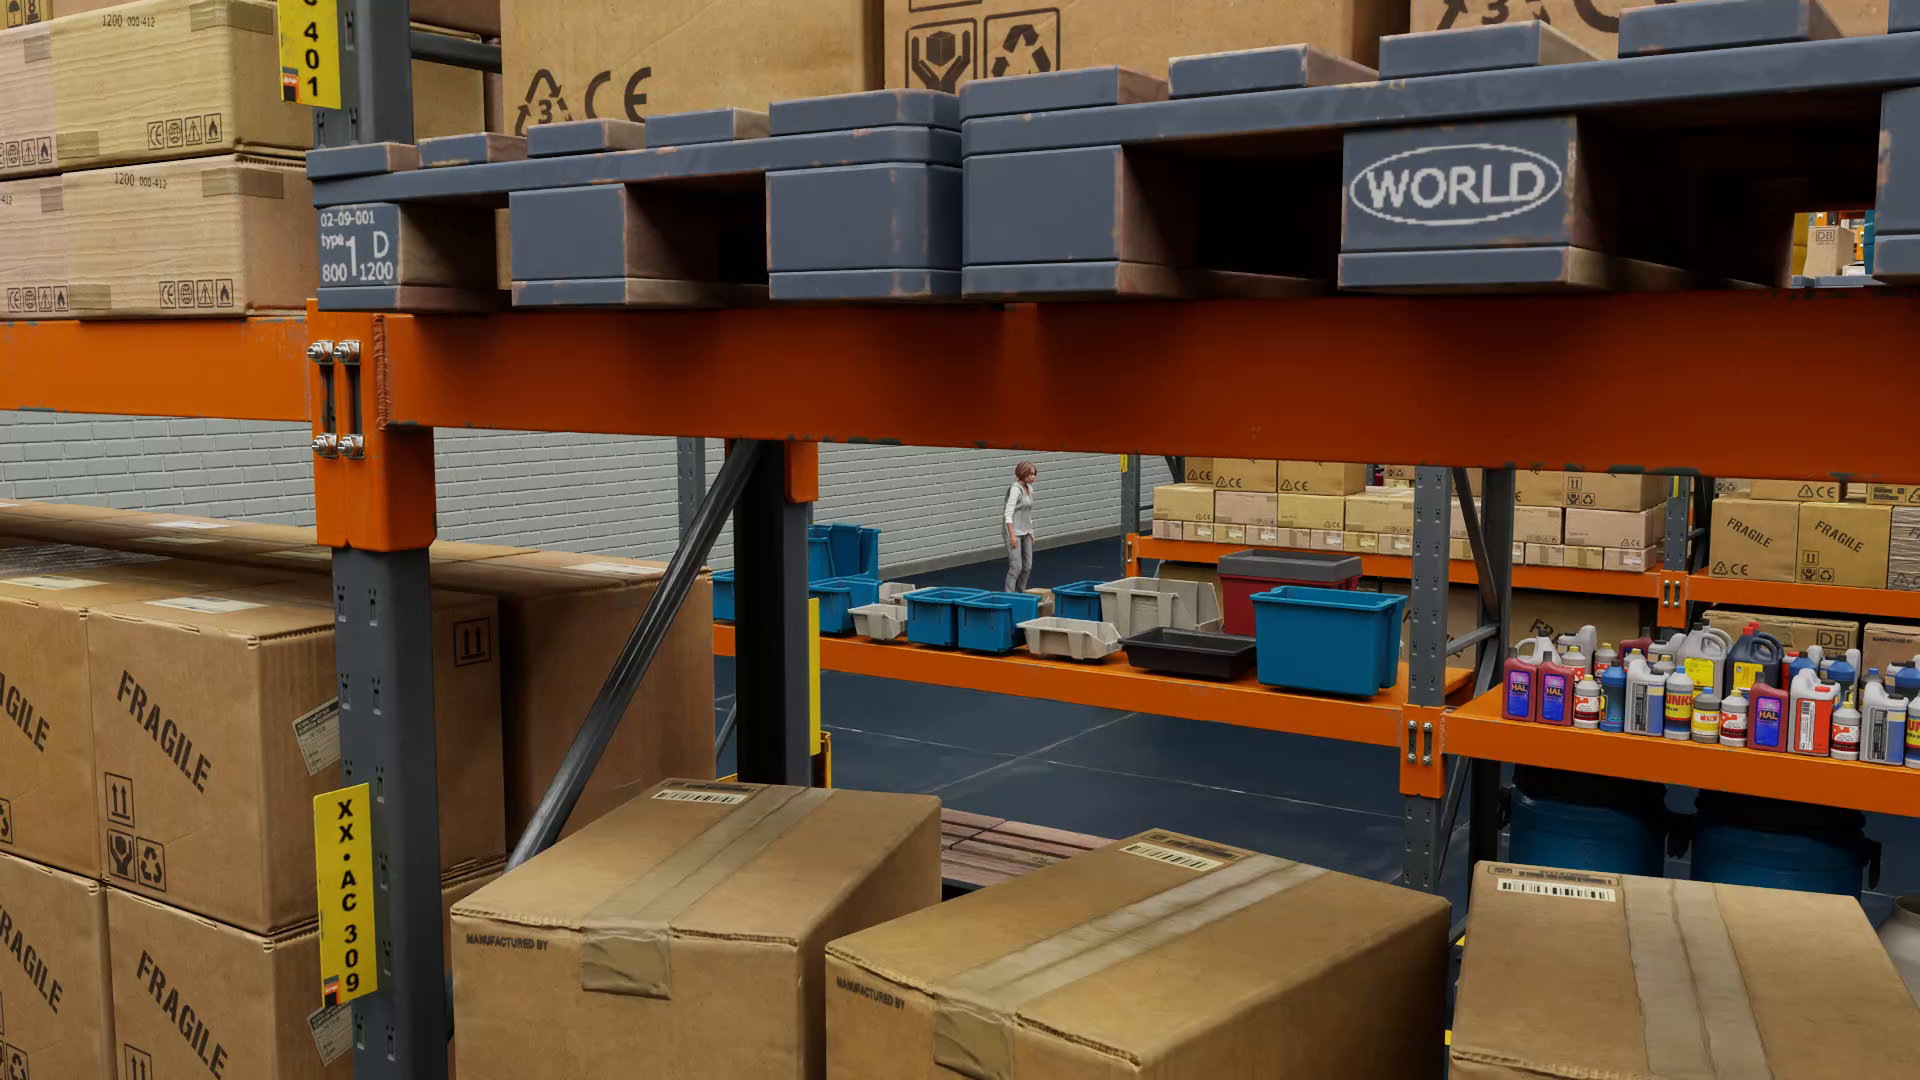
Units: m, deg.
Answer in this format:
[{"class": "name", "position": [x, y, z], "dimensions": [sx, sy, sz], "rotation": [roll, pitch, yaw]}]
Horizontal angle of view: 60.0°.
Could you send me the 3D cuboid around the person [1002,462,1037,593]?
[{"class": "person", "position": [0.627, -0.029, 17.460], "dimensions": [0.350, 1.591, 0.472], "rotation": [4, 8, 32]}]
